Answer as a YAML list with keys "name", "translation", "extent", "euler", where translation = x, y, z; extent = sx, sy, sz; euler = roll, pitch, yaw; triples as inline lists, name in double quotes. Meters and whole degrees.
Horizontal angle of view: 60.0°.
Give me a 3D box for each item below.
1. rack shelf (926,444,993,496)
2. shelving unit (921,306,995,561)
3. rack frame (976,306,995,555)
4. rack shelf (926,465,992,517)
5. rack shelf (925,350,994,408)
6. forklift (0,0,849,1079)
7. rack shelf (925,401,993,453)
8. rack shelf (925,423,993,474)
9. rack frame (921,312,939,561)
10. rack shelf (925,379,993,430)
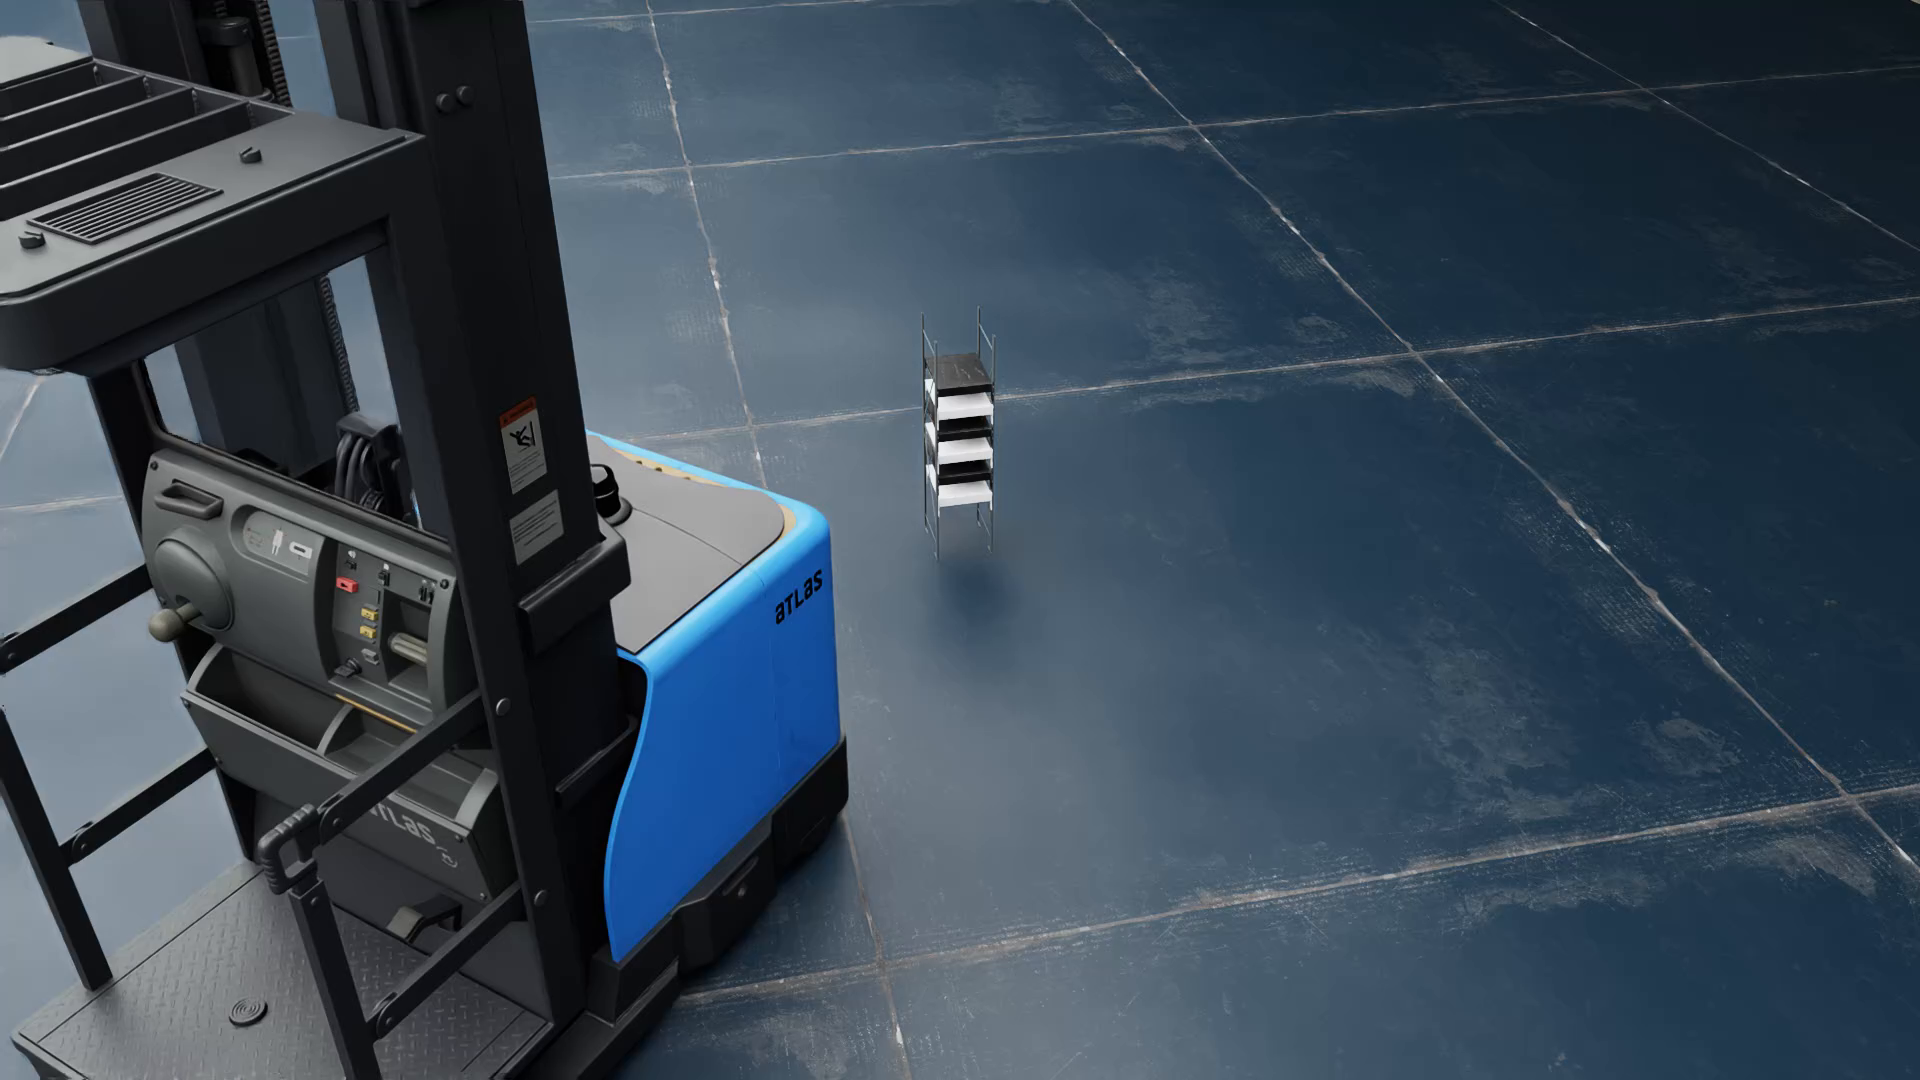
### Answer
- name: "rack shelf"
  translation: [-0.008, -0.270, 6.066]
  extent: [0.200, 0.077, 0.258]
  euler: [-7, 35, -11]
- name: "shelving unit"
  translation: [-0.008, -0.373, 5.998]
  extent: [0.210, 0.900, 0.258]
  euler: [-7, 35, -11]
- name: "rack frame"
  translation: [0.091, -0.385, 6.016]
  extent: [0.006, 0.900, 0.240]
  euler: [-7, 35, -11]
- name: "rack shelf"
  translation: [-0.008, -0.196, 6.117]
  extent: [0.200, 0.077, 0.258]
  euler: [-7, 35, -11]
- name: "rack shelf"
  translation: [-0.008, -0.569, 5.866]
  extent: [0.200, 0.077, 0.258]
  euler: [-7, 35, -11]
- name: "forklift"
  translation: [-1.520, 0.163, 3.377]
  extent: [1.130, 2.935, 3.031]
  euler: [18, 38, 25]
- name: "rack shelf"
  translation: [-0.008, -0.420, 5.966]
  extent: [0.200, 0.077, 0.258]
  euler: [-7, 35, -11]
- name: "rack shelf"
  translation: [-0.008, -0.345, 6.016]
  extent: [0.200, 0.077, 0.258]
  euler: [-7, 35, -11]
- name: "rack frame"
  translation: [-0.107, -0.360, 5.979]
  extent: [0.006, 0.900, 0.240]
  euler: [-7, 35, -11]
- name: "rack shelf"
  translation: [-0.008, -0.494, 5.916]
  extent: [0.200, 0.077, 0.258]
  euler: [-7, 35, -11]
